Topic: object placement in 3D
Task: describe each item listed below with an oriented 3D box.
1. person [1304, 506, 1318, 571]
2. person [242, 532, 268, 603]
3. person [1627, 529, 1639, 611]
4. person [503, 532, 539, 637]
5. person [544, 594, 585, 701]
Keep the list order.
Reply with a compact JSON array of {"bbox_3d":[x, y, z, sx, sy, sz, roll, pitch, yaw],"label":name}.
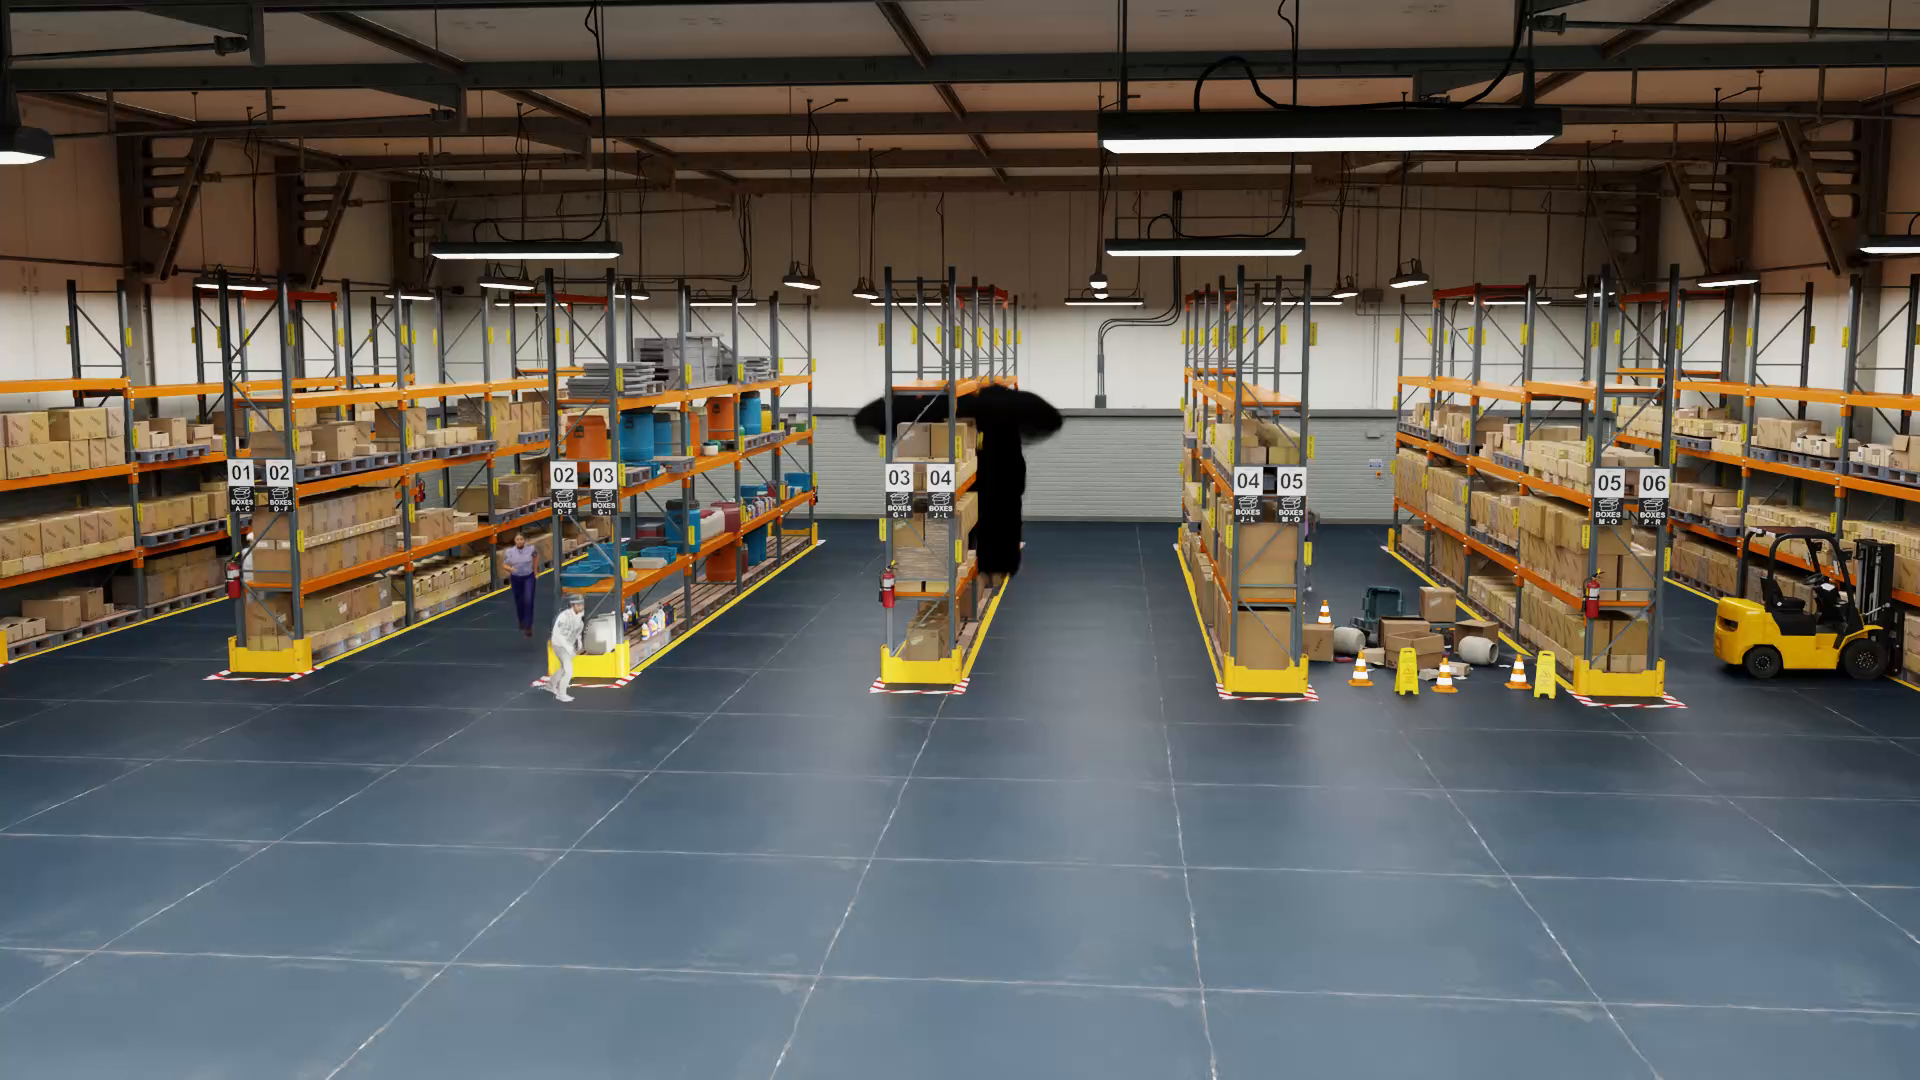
[{"bbox_3d":[6.956,-0.146,33.838,0.623,1.548,0.547,-1,7,-6],"label":"person"},{"bbox_3d":[-12.022,0.716,28.351,0.656,1.718,0.613,-2,7,-14],"label":"person"},{"bbox_3d":[11.529,0.646,28.912,0.661,1.722,0.576,0,7,3],"label":"person"},{"bbox_3d":[-7.065,0.676,26.799,0.546,1.649,0.901,-1,7,-8],"label":"person"},{"bbox_3d":[-5.473,1.468,22.988,0.835,1.528,0.623,2,7,19],"label":"person"}]
